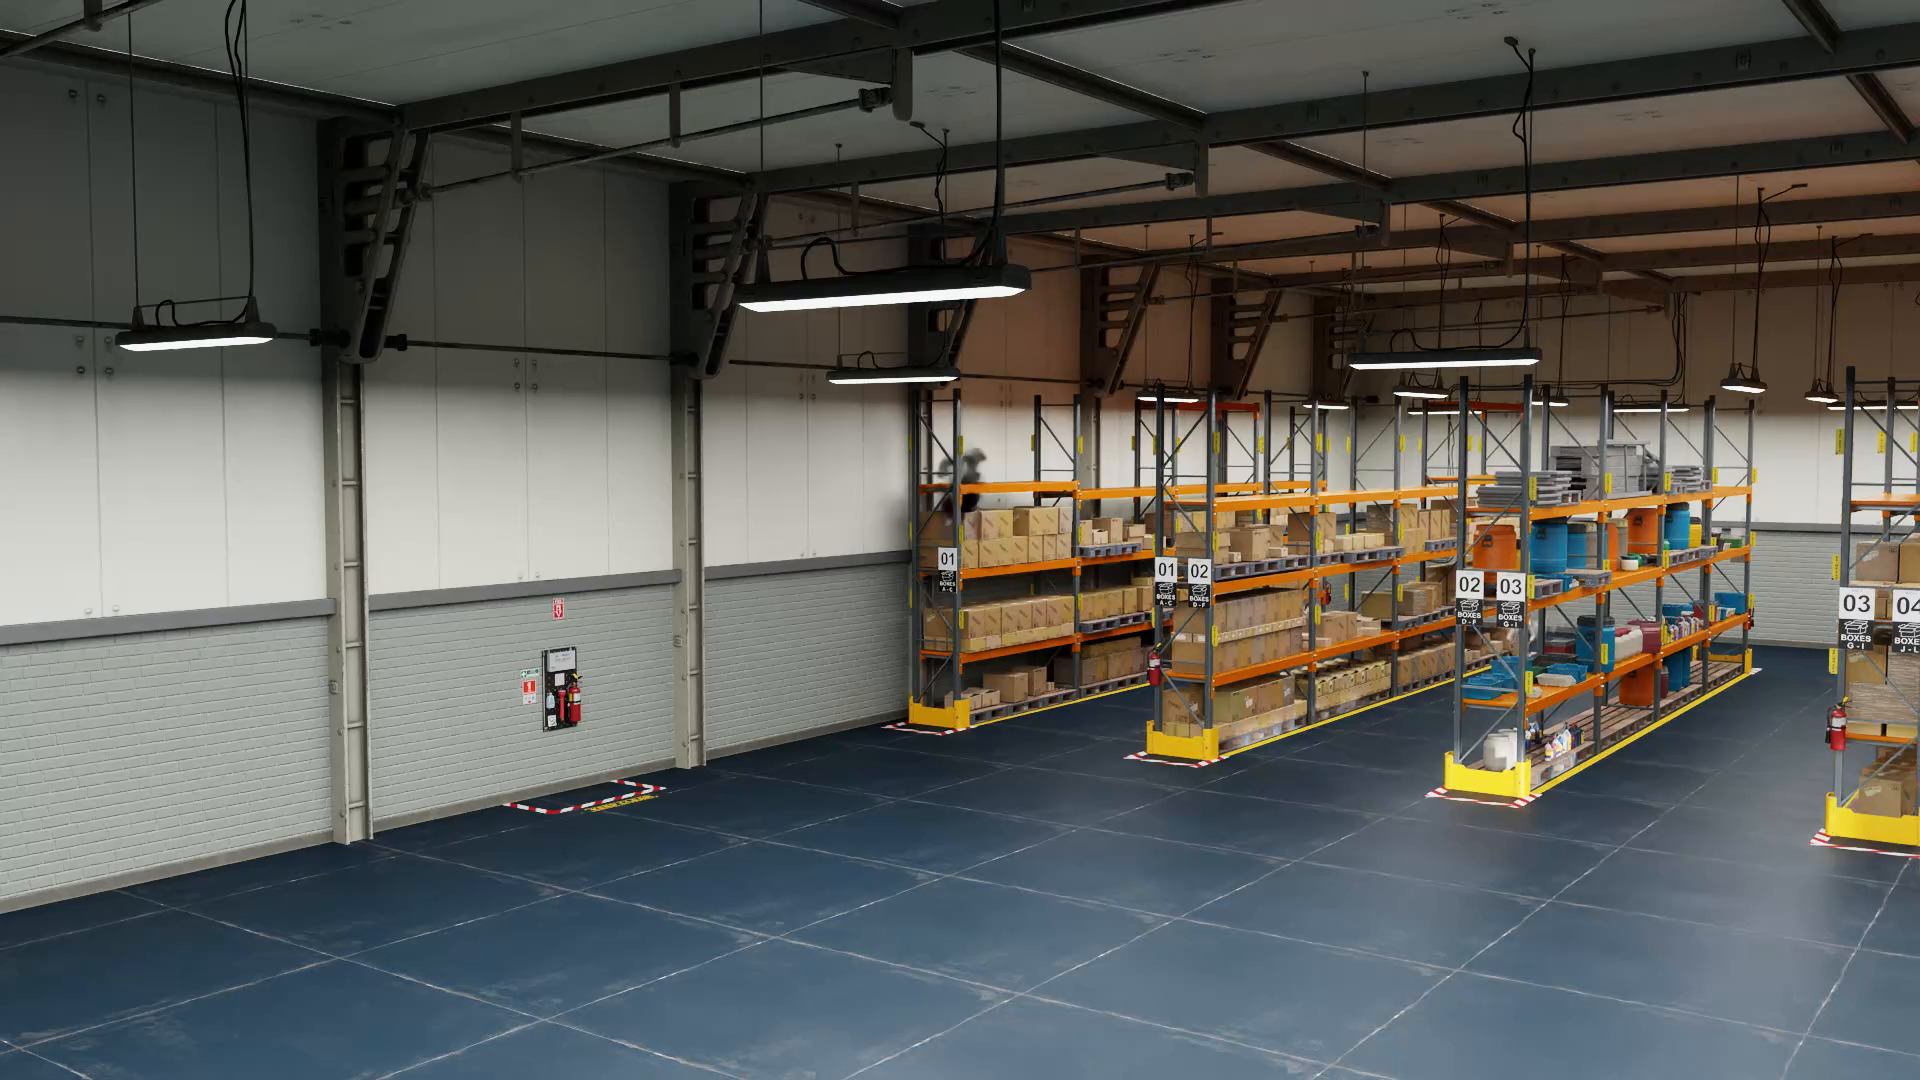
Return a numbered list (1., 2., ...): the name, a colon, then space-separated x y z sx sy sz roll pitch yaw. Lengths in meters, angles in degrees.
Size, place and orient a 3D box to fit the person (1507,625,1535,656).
1. person: 11.481 2.258 34.072 0.548 1.575 0.802 2 4 25
